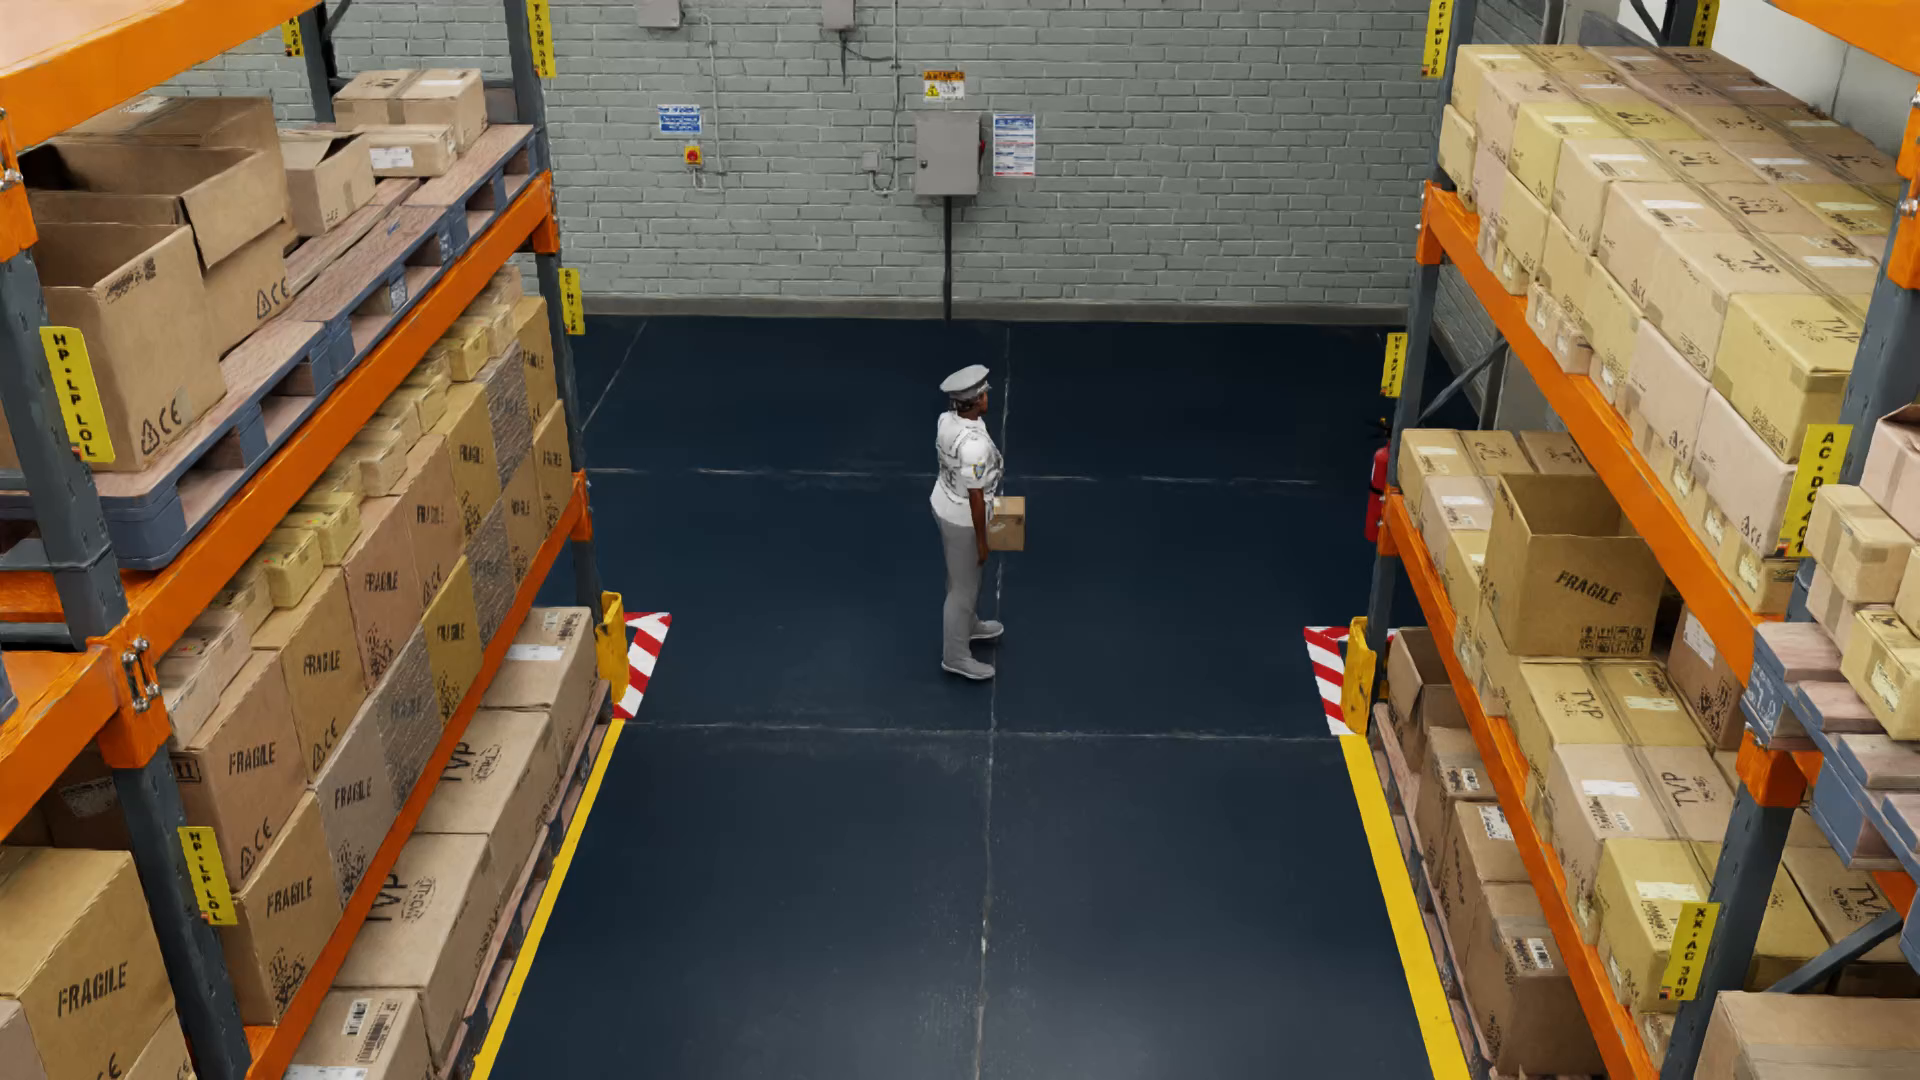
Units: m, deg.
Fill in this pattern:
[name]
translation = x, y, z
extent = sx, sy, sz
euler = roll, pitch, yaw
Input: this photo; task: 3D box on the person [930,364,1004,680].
[person]
translation = 0.078, -0.113, 8.765
extent = 0.439, 1.685, 0.535
euler = -8, 29, -15
